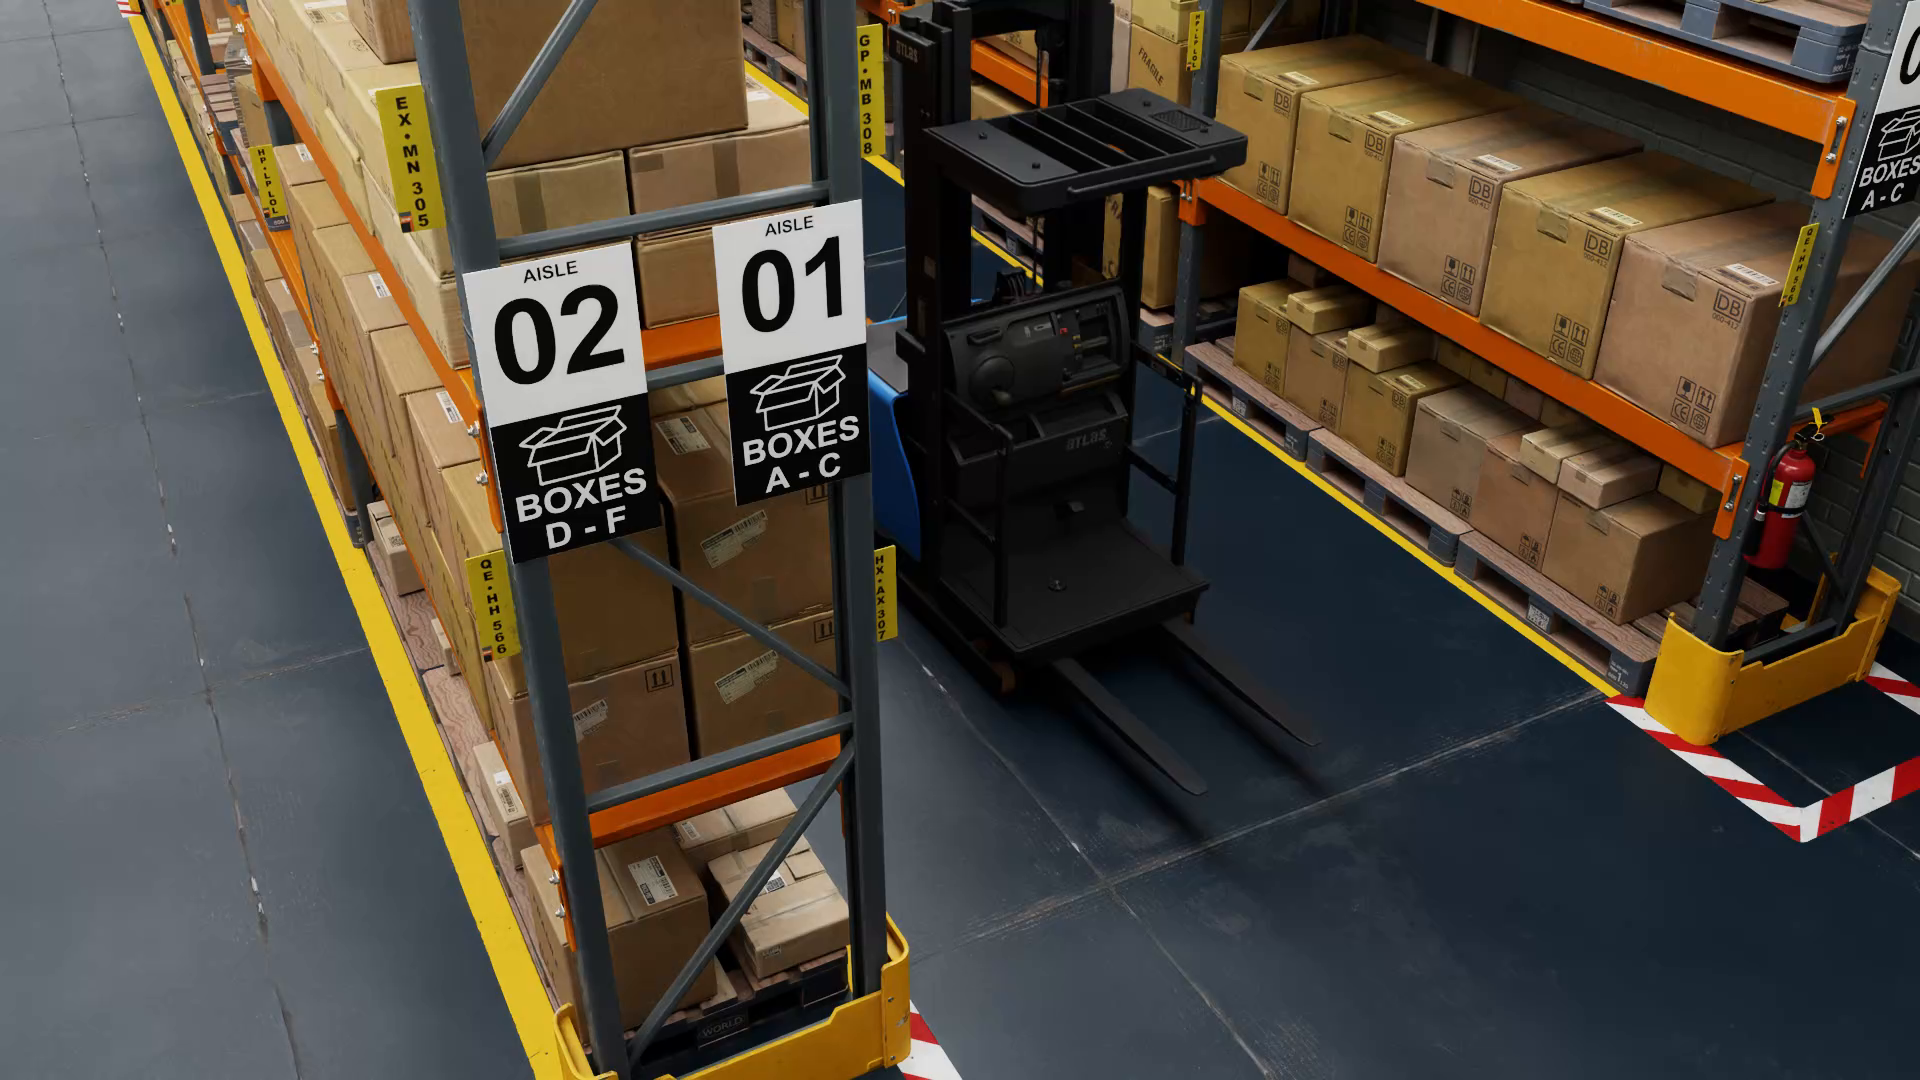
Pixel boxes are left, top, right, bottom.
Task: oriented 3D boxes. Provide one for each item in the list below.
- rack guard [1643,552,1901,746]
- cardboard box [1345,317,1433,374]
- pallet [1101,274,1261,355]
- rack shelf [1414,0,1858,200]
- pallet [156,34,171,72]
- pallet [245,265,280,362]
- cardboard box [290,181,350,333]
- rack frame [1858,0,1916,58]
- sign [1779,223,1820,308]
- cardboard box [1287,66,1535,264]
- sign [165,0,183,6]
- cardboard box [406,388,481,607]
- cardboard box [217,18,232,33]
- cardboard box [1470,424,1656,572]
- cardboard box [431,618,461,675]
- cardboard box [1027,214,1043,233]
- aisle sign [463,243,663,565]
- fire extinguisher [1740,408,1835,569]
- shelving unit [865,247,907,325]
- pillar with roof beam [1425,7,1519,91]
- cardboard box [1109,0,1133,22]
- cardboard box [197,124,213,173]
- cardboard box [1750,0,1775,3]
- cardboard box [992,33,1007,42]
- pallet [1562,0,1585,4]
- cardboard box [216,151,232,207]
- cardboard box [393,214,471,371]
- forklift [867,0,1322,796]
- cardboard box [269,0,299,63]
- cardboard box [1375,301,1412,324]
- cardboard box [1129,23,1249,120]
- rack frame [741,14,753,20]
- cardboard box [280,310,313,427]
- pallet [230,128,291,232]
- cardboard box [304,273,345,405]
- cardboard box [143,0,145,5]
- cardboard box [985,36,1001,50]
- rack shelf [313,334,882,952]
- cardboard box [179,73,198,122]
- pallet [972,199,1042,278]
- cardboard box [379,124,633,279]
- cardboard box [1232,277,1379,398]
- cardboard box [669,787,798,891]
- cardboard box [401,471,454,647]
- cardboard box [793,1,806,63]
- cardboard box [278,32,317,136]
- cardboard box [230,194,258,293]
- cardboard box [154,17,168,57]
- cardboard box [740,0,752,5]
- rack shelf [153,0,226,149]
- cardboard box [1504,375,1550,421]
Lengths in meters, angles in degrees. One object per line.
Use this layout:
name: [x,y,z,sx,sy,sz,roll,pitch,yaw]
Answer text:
rack guard: [3.679,0.482,7.534,1.175,0.500,0.348,-16,36,-23]
cardboard box: [2.302,-1.047,8.931,0.380,0.149,0.250,-17,36,-24]
pallet: [1.376,-1.666,11.155,1.003,0.211,1.213,-16,36,-23]
rack shelf: [2.735,-2.497,7.753,1.077,0.370,4.000,-16,36,-23]
pallet: [-7.215,-4.860,16.140,1.003,0.211,1.213,-16,36,-23]
pallet: [-4.129,-1.612,11.071,1.003,0.211,1.213,-16,36,-23]
cardboard box: [-2.366,-1.165,6.768,0.500,0.500,0.500,-17,36,-25]
rack frame: [3.667,-3.108,5.260,1.000,3.000,0.127,-16,36,-23]
sign: [3.181,-1.040,6.299,0.100,0.325,0.005,-16,36,-23]
cardboard box: [2.376,-2.005,8.820,0.980,0.700,0.700,-17,36,-24]
sign: [-4.933,-3.499,10.357,0.100,0.325,0.005,-16,36,-23]
cardboard box: [-1.400,-0.182,5.233,0.500,0.500,0.500,-15,36,-22]
cardboard box: [-5.088,-3.641,11.885,0.380,0.149,0.250,-13,35,-20]
cardboard box: [3.019,-0.254,8.294,0.700,0.500,0.500,-16,36,-23]
cardboard box: [-2.162,0.430,7.518,0.380,0.166,0.250,-16,36,-23]
cardboard box: [0.967,-2.464,11.418,0.750,0.750,0.750,-15,35,-22]
aisle sign: [-0.952,-0.319,4.058,0.394,0.787,0.004,-16,36,-23]
fire extinguisher: [3.329,-0.204,6.706,0.296,0.674,0.183,-16,36,-23]
shelving unit: [-0.594,-1.154,9.161,0.587,1.500,1.083,-18,37,-25]
pillar with roof beam: [-0.915,-3.818,6.367,9.100,9.000,0.400,-16,36,-23]
cardboard box: [1.128,-3.388,10.175,0.500,0.250,0.500,-15,36,-22]
cardboard box: [-5.622,-3.092,12.955,0.500,0.250,0.500,-15,36,-22]
cardboard box: [3.091,-2.284,6.410,0.500,0.250,0.500,-15,35,-22]
cardboard box: [0.404,-3.790,11.498,0.500,0.500,0.500,-16,36,-23]
pallet: [2.739,-2.742,7.551,1.003,0.211,1.213,-16,36,-23]
cardboard box: [-4.905,-2.595,11.660,0.500,0.311,0.500,-15,36,-22]
cardboard box: [-1.186,-0.713,4.441,0.500,0.250,0.500,-16,36,-23]
forklift: [0.470,-0.807,7.293,1.130,2.935,3.031,-18,37,-25]
cardboard box: [-2.114,-1.879,5.798,0.500,0.250,0.500,-16,36,-23]
cardboard box: [2.539,-1.248,9.244,0.380,0.149,0.250,-17,36,-25]
cardboard box: [1.364,-2.824,9.990,0.500,0.500,0.500,-16,36,-24]
rack frame: [-1.928,-6.309,15.817,1.000,3.000,0.127,-16,36,-23]
cardboard box: [-3.518,-1.017,9.466,0.500,0.500,0.500,-15,36,-23]
pallet: [-3.532,-2.144,9.495,1.003,0.211,1.213,-16,36,-23]
cardboard box: [-2.582,-0.974,7.396,0.500,0.500,0.500,-15,36,-22]
cardboard box: [-8.120,-5.677,16.990,0.500,0.250,0.500,-16,36,-23]
cardboard box: [0.400,-3.606,11.812,0.380,0.149,0.250,-15,36,-22]
rack shelf: [-1.646,0.014,6.614,1.077,0.370,4.000,-16,36,-23]
cardboard box: [-5.865,-3.569,13.181,0.500,0.311,0.500,-17,36,-25]
pallet: [0.803,-2.249,12.065,1.003,0.211,1.213,-16,36,-23]
cardboard box: [-1.178,-0.926,4.309,0.500,0.250,0.500,-16,36,-23]
cardboard box: [2.060,-1.233,9.821,0.700,0.500,0.500,-15,36,-23]
cardboard box: [-0.949,1.069,6.442,0.500,0.250,0.500,-16,36,-23]
cardboard box: [-1.636,-0.008,5.889,0.500,0.500,0.500,-16,36,-23]
cardboard box: [-1.082,-4.607,15.069,0.700,0.500,0.500,-15,36,-23]
cardboard box: [-2.109,-1.670,5.935,0.500,0.250,0.500,-16,36,-23]
cardboard box: [-4.484,-1.996,10.994,0.500,0.500,0.500,-14,35,-21]
cardboard box: [-7.188,-4.722,15.500,0.500,0.250,0.500,-16,36,-23]
cardboard box: [-2.204,-5.549,16.849,0.380,0.166,0.250,-21,38,-29]
rack shelf: [-5.376,-3.804,12.573,1.077,0.370,4.000,-16,36,-23]
cardboard box: [3.015,-0.761,8.484,0.380,0.149,0.250,-15,36,-22]
